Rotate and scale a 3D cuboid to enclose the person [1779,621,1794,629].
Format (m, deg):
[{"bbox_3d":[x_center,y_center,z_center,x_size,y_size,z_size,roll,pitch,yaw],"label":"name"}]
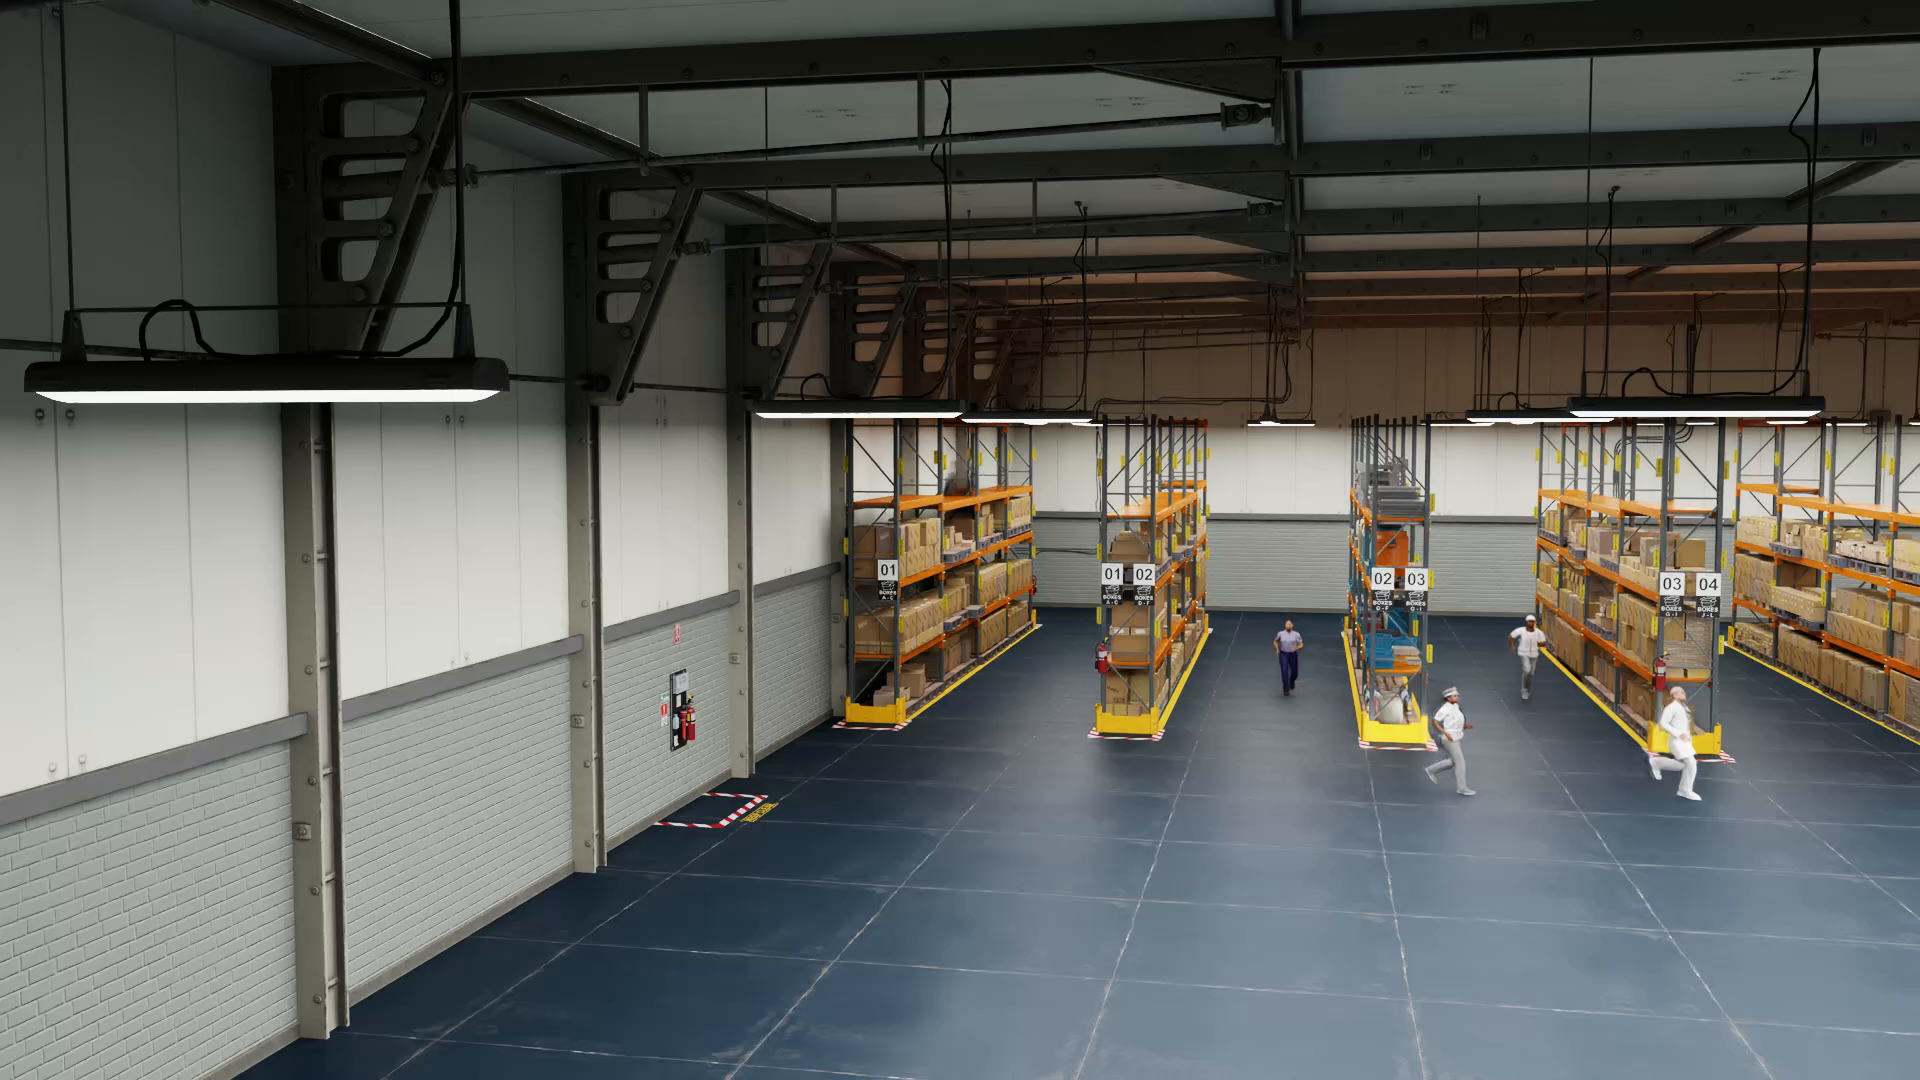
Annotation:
[{"bbox_3d":[22.252,1.883,44.826,0.672,1.751,0.618,-1,4,-13],"label":"person"}]

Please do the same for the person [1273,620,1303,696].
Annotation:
[{"bbox_3d":[7.083,2.527,35.886,0.620,1.612,0.791,0,4,7],"label":"person"}]

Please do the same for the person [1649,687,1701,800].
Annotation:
[{"bbox_3d":[11.172,3.147,25.958,0.804,1.734,0.722,3,5,38],"label":"person"}]

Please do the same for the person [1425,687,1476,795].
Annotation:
[{"bbox_3d":[7.723,3.133,26.176,0.852,1.671,0.587,3,5,38],"label":"person"}]

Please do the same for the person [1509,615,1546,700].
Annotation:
[{"bbox_3d":[12.087,2.490,35.324,0.685,1.806,0.702,0,4,-2],"label":"person"}]
